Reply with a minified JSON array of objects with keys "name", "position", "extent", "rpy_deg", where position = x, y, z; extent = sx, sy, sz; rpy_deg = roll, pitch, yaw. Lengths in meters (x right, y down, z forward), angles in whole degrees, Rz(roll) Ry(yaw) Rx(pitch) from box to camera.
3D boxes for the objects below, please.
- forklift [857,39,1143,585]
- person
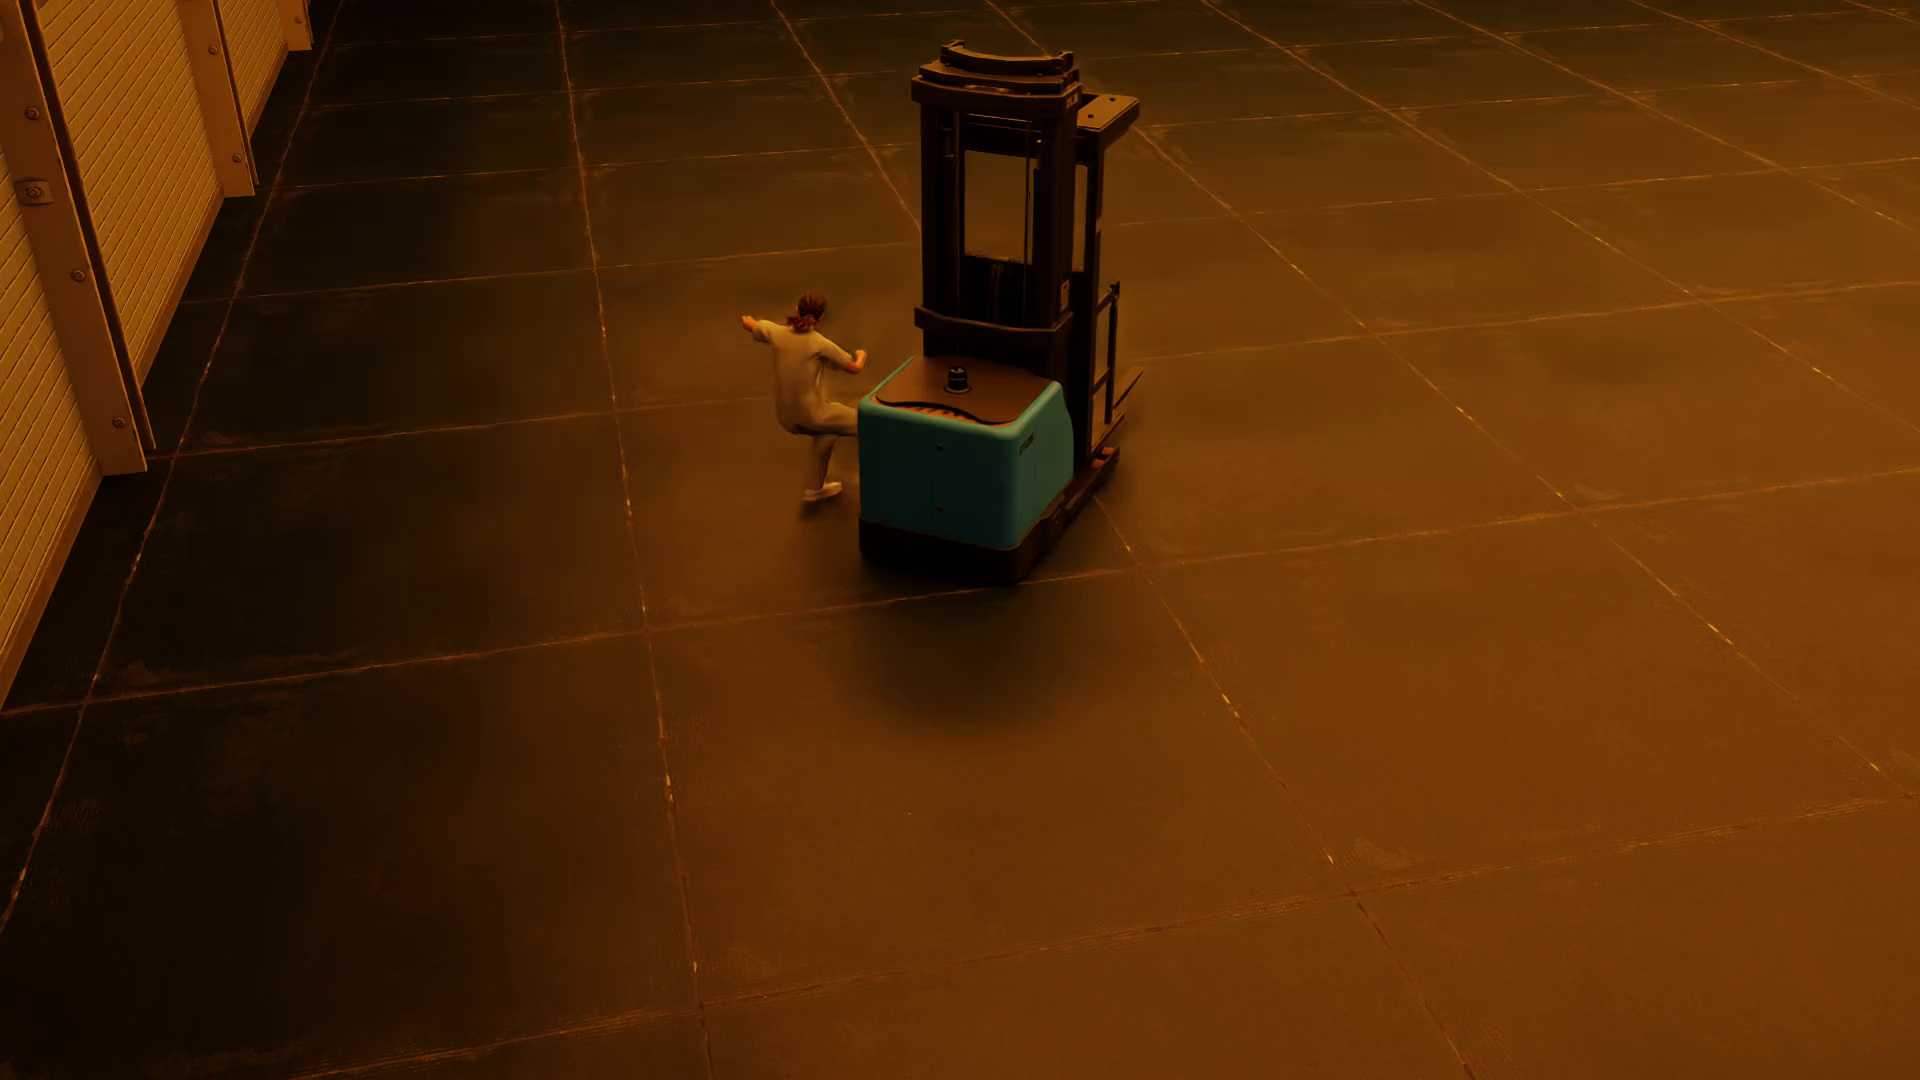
[{"name":"forklift","position":[0.435,-1.722,10.549],"extent":[1.130,2.935,3.031],"rpy_deg":[12,32,20]},{"name":"person","position":[-0.866,-0.936,10.690],"extent":[1.450,1.389,0.719],"rpy_deg":[11,32,19]}]
